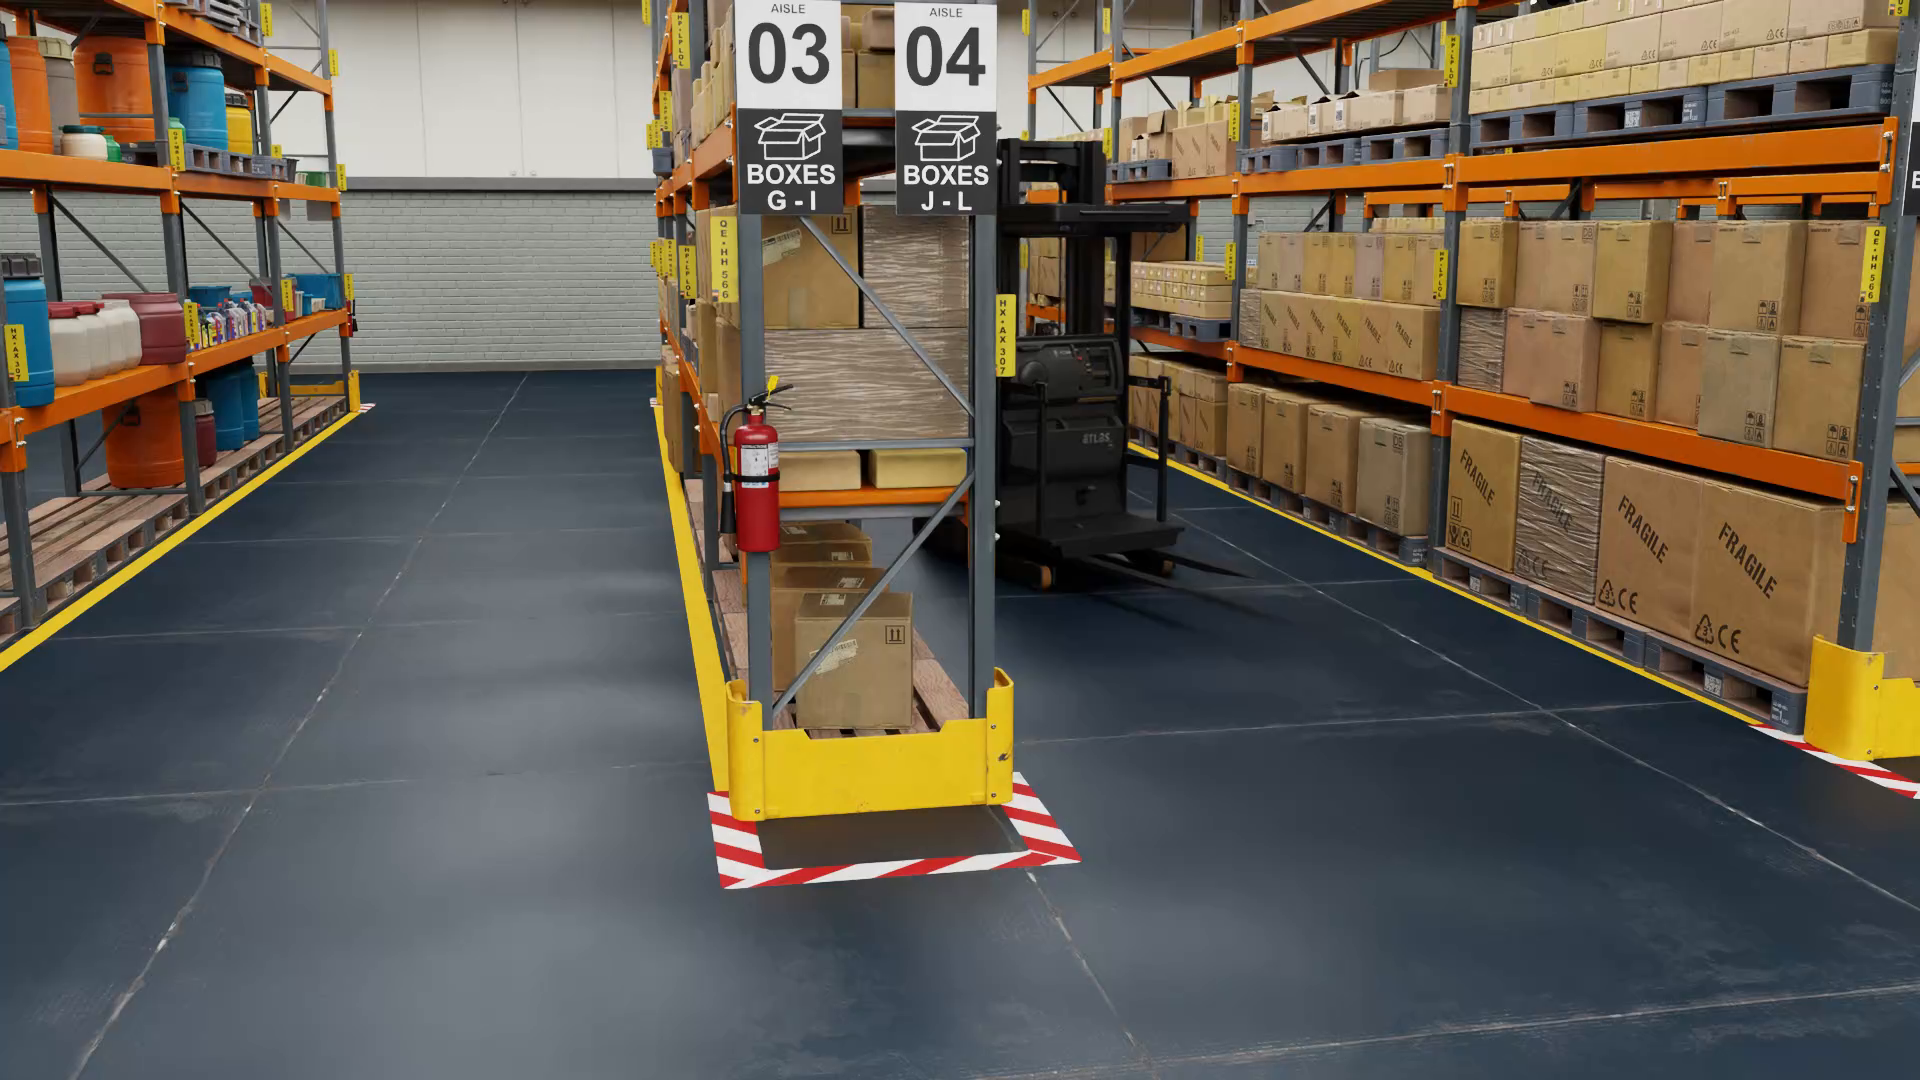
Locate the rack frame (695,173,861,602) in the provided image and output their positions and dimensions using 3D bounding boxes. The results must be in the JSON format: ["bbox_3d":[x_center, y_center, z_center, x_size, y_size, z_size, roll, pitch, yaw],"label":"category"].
[{"bbox_3d":[-1.137,-1.107,10.489,1.000,3.000,0.127,-2,11,-11],"label":"rack frame"}]

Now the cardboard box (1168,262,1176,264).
[{"bbox_3d":[2.514,-2.995,18.368,0.380,0.149,0.250,-2,11,-13],"label":"cardboard box"}]

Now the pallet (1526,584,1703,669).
[{"bbox_3d":[4.059,0.468,9.674,1.003,0.211,1.213,-2,11,-11],"label":"pallet"}]

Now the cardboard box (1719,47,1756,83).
[{"bbox_3d":[3.981,-2.329,8.169,0.380,0.149,0.250,-2,11,-10],"label":"cardboard box"}]

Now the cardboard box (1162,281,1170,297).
[{"bbox_3d":[2.225,-2.494,16.531,0.380,0.149,0.250,-2,11,-11],"label":"cardboard box"}]

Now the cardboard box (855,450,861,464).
[{"bbox_3d":[-0.314,-0.449,7.704,0.380,0.149,0.250,-2,11,-11],"label":"cardboard box"}]

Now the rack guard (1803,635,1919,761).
[{"bbox_3d":[4.530,0.697,7.695,1.175,0.500,0.348,-2,11,-11],"label":"rack guard"}]

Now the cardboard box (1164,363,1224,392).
[{"bbox_3d":[2.387,-1.651,16.904,0.500,0.250,0.500,-2,11,-10],"label":"cardboard box"}]

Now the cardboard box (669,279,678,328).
[{"bbox_3d":[-2.750,-2.438,17.213,0.500,0.500,0.500,-2,11,-11],"label":"cardboard box"}]

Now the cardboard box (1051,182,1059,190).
[{"bbox_3d":[1.461,-4.587,21.153,0.500,0.250,0.500,-2,11,-13],"label":"cardboard box"}]

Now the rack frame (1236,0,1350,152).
[{"bbox_3d":[2.970,-4.949,14.633,1.000,3.000,0.127,-2,11,-11],"label":"rack frame"}]

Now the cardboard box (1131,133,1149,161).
[{"bbox_3d":[2.157,-4.203,17.849,0.500,0.311,0.500,-2,11,-12],"label":"cardboard box"}]

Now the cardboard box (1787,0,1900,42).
[{"bbox_3d":[4.156,-2.416,7.560,0.500,0.250,0.500,-2,11,-10],"label":"cardboard box"}]

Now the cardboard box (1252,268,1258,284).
[{"bbox_3d":[3.015,-2.518,15.863,0.380,0.149,0.250,-2,11,-13],"label":"cardboard box"}]

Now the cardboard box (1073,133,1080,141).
[{"bbox_3d":[1.586,-4.861,20.188,0.380,0.149,0.250,-2,11,-11],"label":"cardboard box"}]

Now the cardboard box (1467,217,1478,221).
[{"bbox_3d":[6.605,-3.982,20.921,0.380,0.149,0.250,-2,11,-11],"label":"cardboard box"}]

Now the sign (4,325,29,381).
[{"bbox_3d":[-5.454,-1.081,9.611,0.100,0.325,0.005,-2,11,-11],"label":"sign"}]

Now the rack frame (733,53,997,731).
[{"bbox_3d":[-0.359,-0.373,6.635,1.000,3.000,0.127,-2,11,-11],"label":"rack frame"}]

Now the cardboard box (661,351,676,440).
[{"bbox_3d":[-2.375,-1.456,16.883,1.225,0.875,0.875,-3,11,-13],"label":"cardboard box"}]

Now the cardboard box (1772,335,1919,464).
[{"bbox_3d":[4.409,-0.675,7.820,0.875,0.550,0.550,-2,11,-11],"label":"cardboard box"}]

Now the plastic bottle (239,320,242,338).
[{"bbox_3d":[-6.913,-2.031,15.878,0.097,0.201,0.097,0,11,0],"label":"plastic bottle"}]

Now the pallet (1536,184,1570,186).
[{"bbox_3d":[7.254,-4.148,18.955,0.805,0.209,1.217,-3,11,-13],"label":"pallet"}]

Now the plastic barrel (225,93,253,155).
[{"bbox_3d":[-7.175,-4.006,16.074,0.600,0.588,0.600,0,11,0],"label":"plastic barrel"}]

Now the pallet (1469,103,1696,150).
[{"bbox_3d":[3.897,-2.548,10.277,1.003,0.211,1.213,-2,11,-11],"label":"pallet"}]

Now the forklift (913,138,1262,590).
[{"bbox_3d":[0.823,-1.208,11.203,1.130,2.935,3.031,-6,12,-30],"label":"forklift"}]

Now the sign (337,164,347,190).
[{"bbox_3d":[-7.793,-4.573,20.956,0.100,0.325,0.005,-2,11,-11],"label":"sign"}]

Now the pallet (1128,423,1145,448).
[{"bbox_3d":[2.345,-1.223,18.559,1.003,0.211,1.213,-2,11,-11],"label":"pallet"}]

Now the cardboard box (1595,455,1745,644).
[{"bbox_3d":[4.156,0.019,9.133,0.875,0.875,0.875,-2,11,-12],"label":"cardboard box"}]

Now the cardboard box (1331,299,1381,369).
[{"bbox_3d":[3.187,-1.589,12.756,0.500,0.500,0.500,-2,11,-10],"label":"cardboard box"}]

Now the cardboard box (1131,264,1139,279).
[{"bbox_3d":[2.021,-2.831,17.507,0.380,0.149,0.250,-2,11,-11],"label":"cardboard box"}]

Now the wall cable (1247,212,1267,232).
[{"bbox_3d":[5.130,-5.216,29.277,0.585,1.953,0.123,-2,11,-11],"label":"wall cable"}]

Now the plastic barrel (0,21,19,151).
[{"bbox_3d":[-6.562,-2.972,10.924,0.600,0.901,0.708,-2,11,-11],"label":"plastic barrel"}]

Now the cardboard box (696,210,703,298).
[{"bbox_3d":[-1.299,-1.701,9.876,0.500,0.500,0.500,-2,11,-11],"label":"cardboard box"}]

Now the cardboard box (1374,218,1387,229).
[{"bbox_3d":[6.047,-4.452,23.387,0.380,0.149,0.250,-2,11,-10],"label":"cardboard box"}]

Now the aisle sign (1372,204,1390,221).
[{"bbox_3d":[5.951,-4.948,23.717,0.394,0.787,0.004,-2,11,-11],"label":"aisle sign"}]

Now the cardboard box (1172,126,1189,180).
[{"bbox_3d":[2.406,-3.803,16.368,0.500,0.500,0.500,-2,11,-11],"label":"cardboard box"}]

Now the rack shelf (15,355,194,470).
[{"bbox_3d":[-6.385,-0.940,11.537,1.077,0.370,4.000,-2,11,-11],"label":"rack shelf"}]

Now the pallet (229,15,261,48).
[{"bbox_3d":[-7.361,-4.901,15.954,1.003,0.211,1.213,-2,11,-11],"label":"pallet"}]

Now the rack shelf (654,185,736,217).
[{"bbox_3d":[-3.082,-4.061,19.912,1.077,0.370,4.000,-2,11,-11],"label":"rack shelf"}]

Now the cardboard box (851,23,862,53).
[{"bbox_3d":[-0.312,-2.121,7.129,0.380,0.149,0.250,-2,11,-12],"label":"cardboard box"}]

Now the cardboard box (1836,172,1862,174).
[{"bbox_3d":[8.130,-3.446,14.482,0.797,0.503,0.637,-2,11,-11],"label":"cardboard box"}]

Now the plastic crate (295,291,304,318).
[{"bbox_3d":[-7.668,-2.652,18.764,0.437,0.282,0.530,-2,11,-11],"label":"plastic crate"}]

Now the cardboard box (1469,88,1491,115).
[{"bbox_3d":[3.485,-2.795,10.618,0.380,0.149,0.250,-2,11,-12],"label":"cardboard box"}]

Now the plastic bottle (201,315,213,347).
[{"bbox_3d":[-6.657,-1.847,14.693,0.061,0.283,0.133,-2,11,-11],"label":"plastic bottle"}]

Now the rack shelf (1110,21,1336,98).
[{"bbox_3d":[2.581,-4.766,16.665,1.077,0.370,4.000,-2,11,-11],"label":"rack shelf"}]

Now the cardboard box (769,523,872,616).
[{"bbox_3d":[-0.782,0.205,9.157,0.500,0.500,0.500,-3,11,-16],"label":"cardboard box"}]

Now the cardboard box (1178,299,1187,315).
[{"bbox_3d":[2.326,-2.252,16.053,0.380,0.149,0.250,-2,11,-10],"label":"cardboard box"}]

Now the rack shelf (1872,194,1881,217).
[{"bbox_3d":[12.285,-3.869,18.903,1.077,0.370,4.000,-2,11,-11],"label":"rack shelf"}]

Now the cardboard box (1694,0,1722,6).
[{"bbox_3d":[3.931,-2.768,8.342,0.380,0.149,0.250,-2,11,-11],"label":"cardboard box"}]

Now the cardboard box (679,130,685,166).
[{"bbox_3d":[-1.865,-2.957,12.587,0.500,0.250,0.500,-2,11,-10],"label":"cardboard box"}]

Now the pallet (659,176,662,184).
[{"bbox_3d":[-3.076,-4.378,19.889,1.003,0.211,1.213,-2,11,-11],"label":"pallet"}]

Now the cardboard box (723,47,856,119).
[{"bbox_3d":[-0.702,-1.852,6.784,0.500,0.250,0.500,-2,11,-10],"label":"cardboard box"}]

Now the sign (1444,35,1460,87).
[{"bbox_3d":[3.217,-3.129,10.868,0.100,0.325,0.005,-2,11,-11],"label":"sign"}]

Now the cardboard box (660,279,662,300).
[{"bbox_3d":[-3.441,-3.095,20.540,0.500,0.250,0.500,-2,11,-13],"label":"cardboard box"}]

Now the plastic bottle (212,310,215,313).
[{"bbox_3d":[-7.036,-2.035,15.713,0.097,0.271,0.097,0,11,0],"label":"plastic bottle"}]
